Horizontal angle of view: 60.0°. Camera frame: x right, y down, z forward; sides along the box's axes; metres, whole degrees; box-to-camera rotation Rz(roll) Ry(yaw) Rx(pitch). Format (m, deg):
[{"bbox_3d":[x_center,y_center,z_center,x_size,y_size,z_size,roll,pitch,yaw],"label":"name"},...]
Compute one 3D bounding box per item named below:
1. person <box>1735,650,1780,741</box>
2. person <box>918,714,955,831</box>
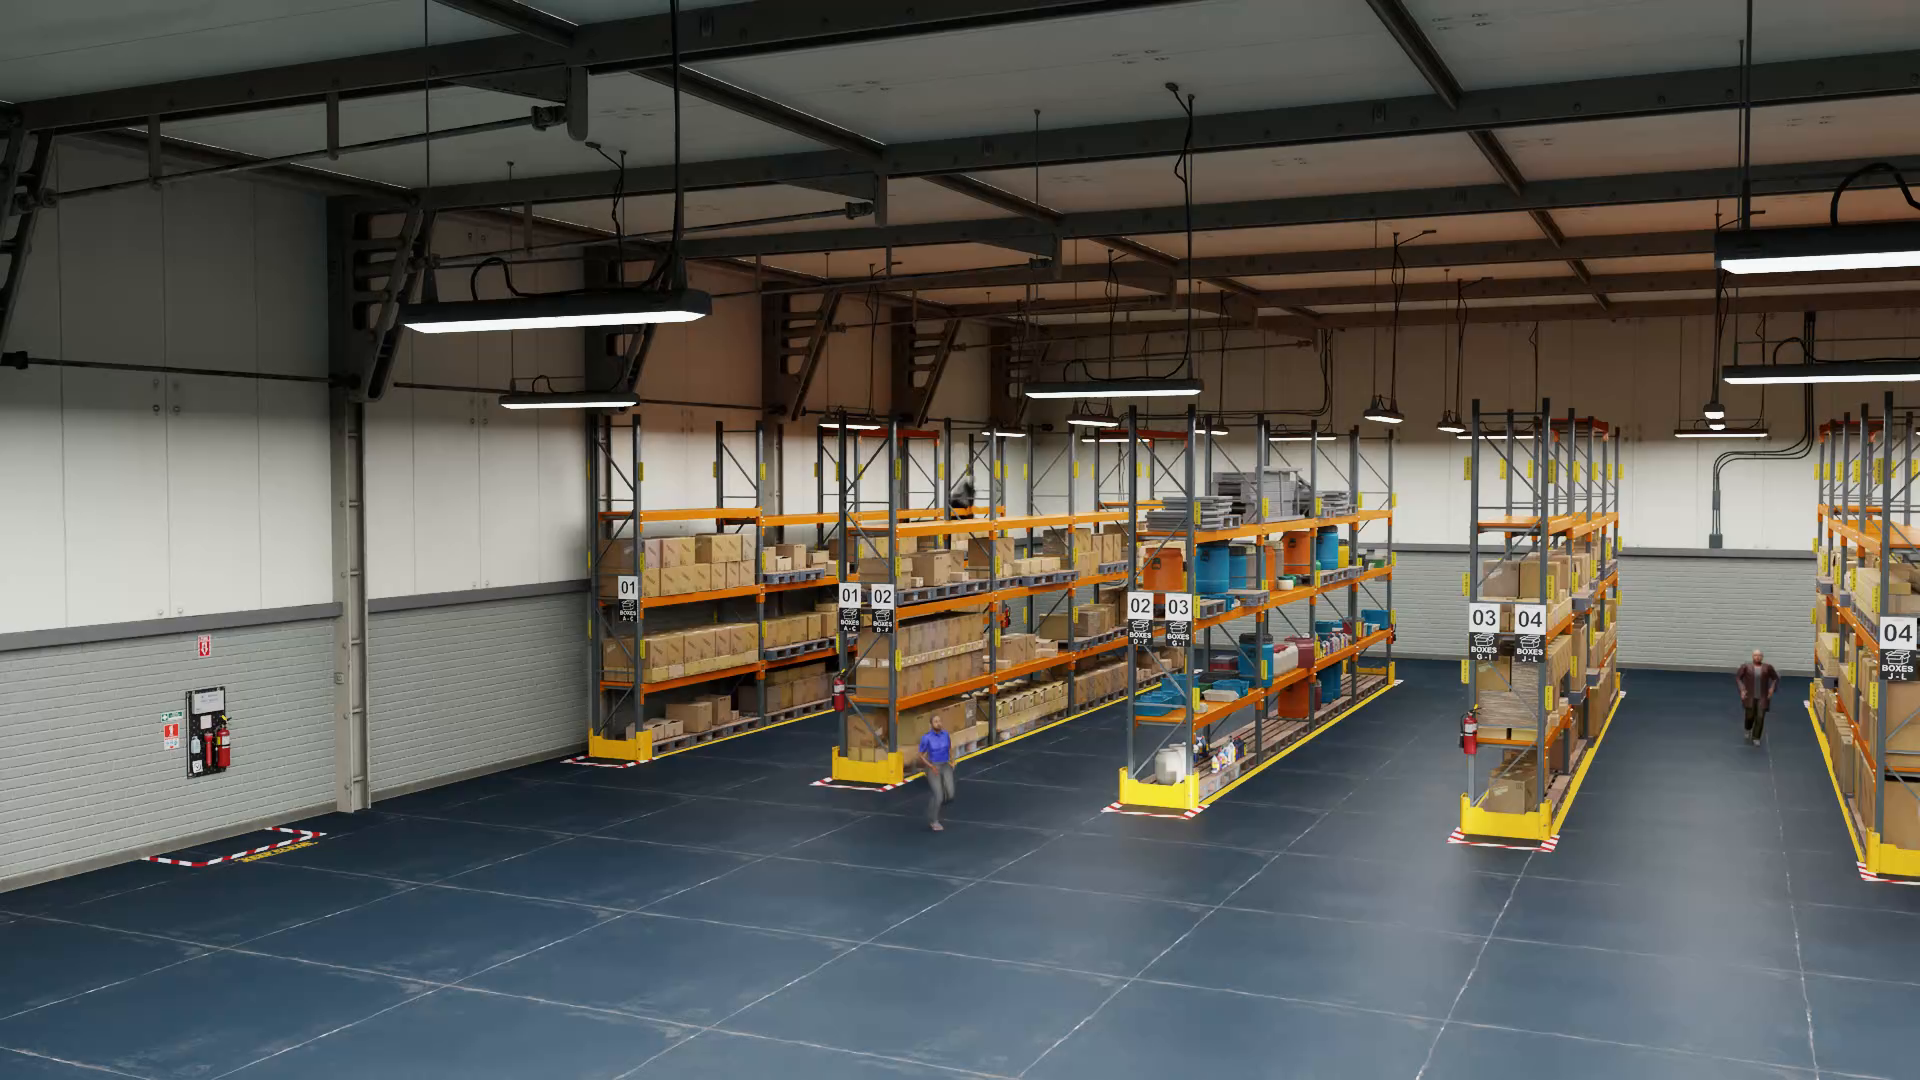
[{"bbox_3d":[14.621,2.945,30.490,0.731,1.476,0.574,1,3,22],"label":"person"},{"bbox_3d":[-0.310,3.245,23.302,0.581,1.604,0.513,-1,3,-31],"label":"person"}]
